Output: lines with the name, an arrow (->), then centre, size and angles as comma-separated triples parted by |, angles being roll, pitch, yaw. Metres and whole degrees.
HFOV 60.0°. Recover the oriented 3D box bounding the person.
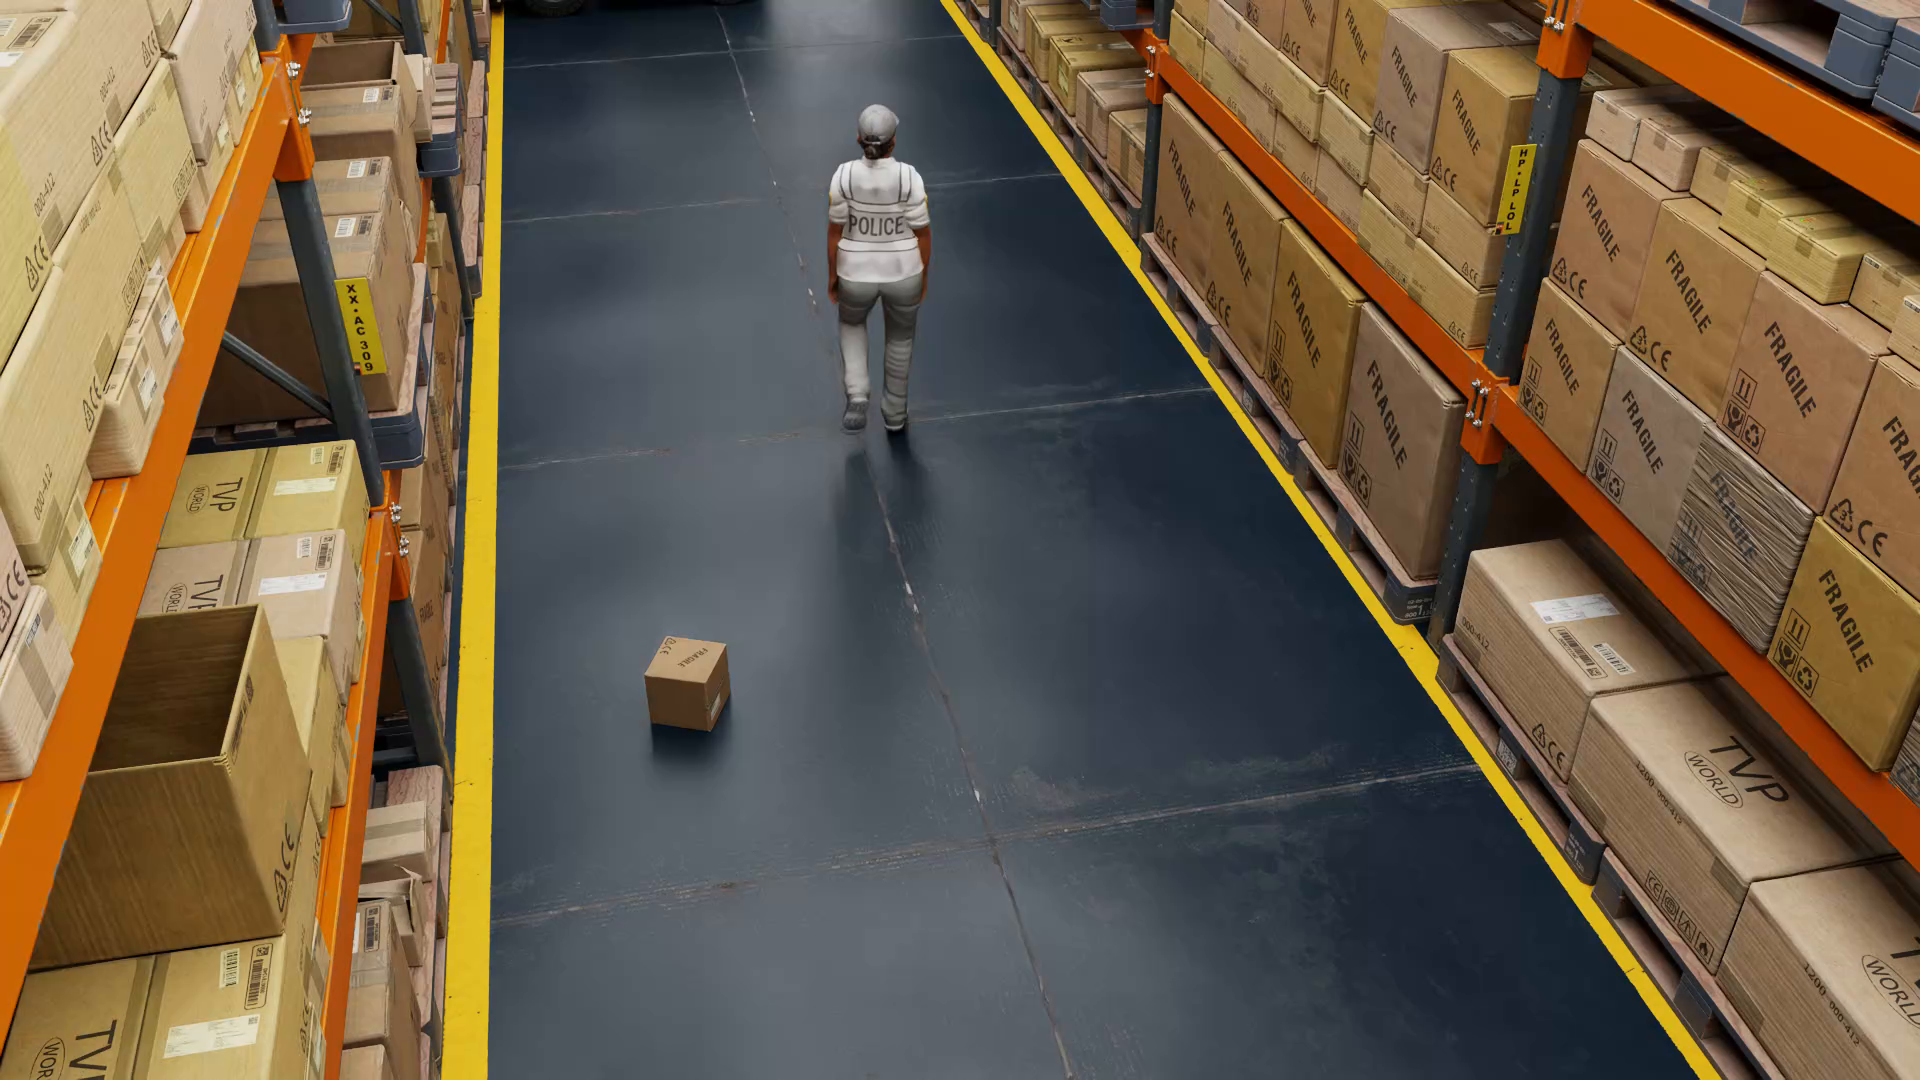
person -> -0.383, -1.277, 7.946 | 0.498, 1.658, 0.457 | 1, 35, 2
